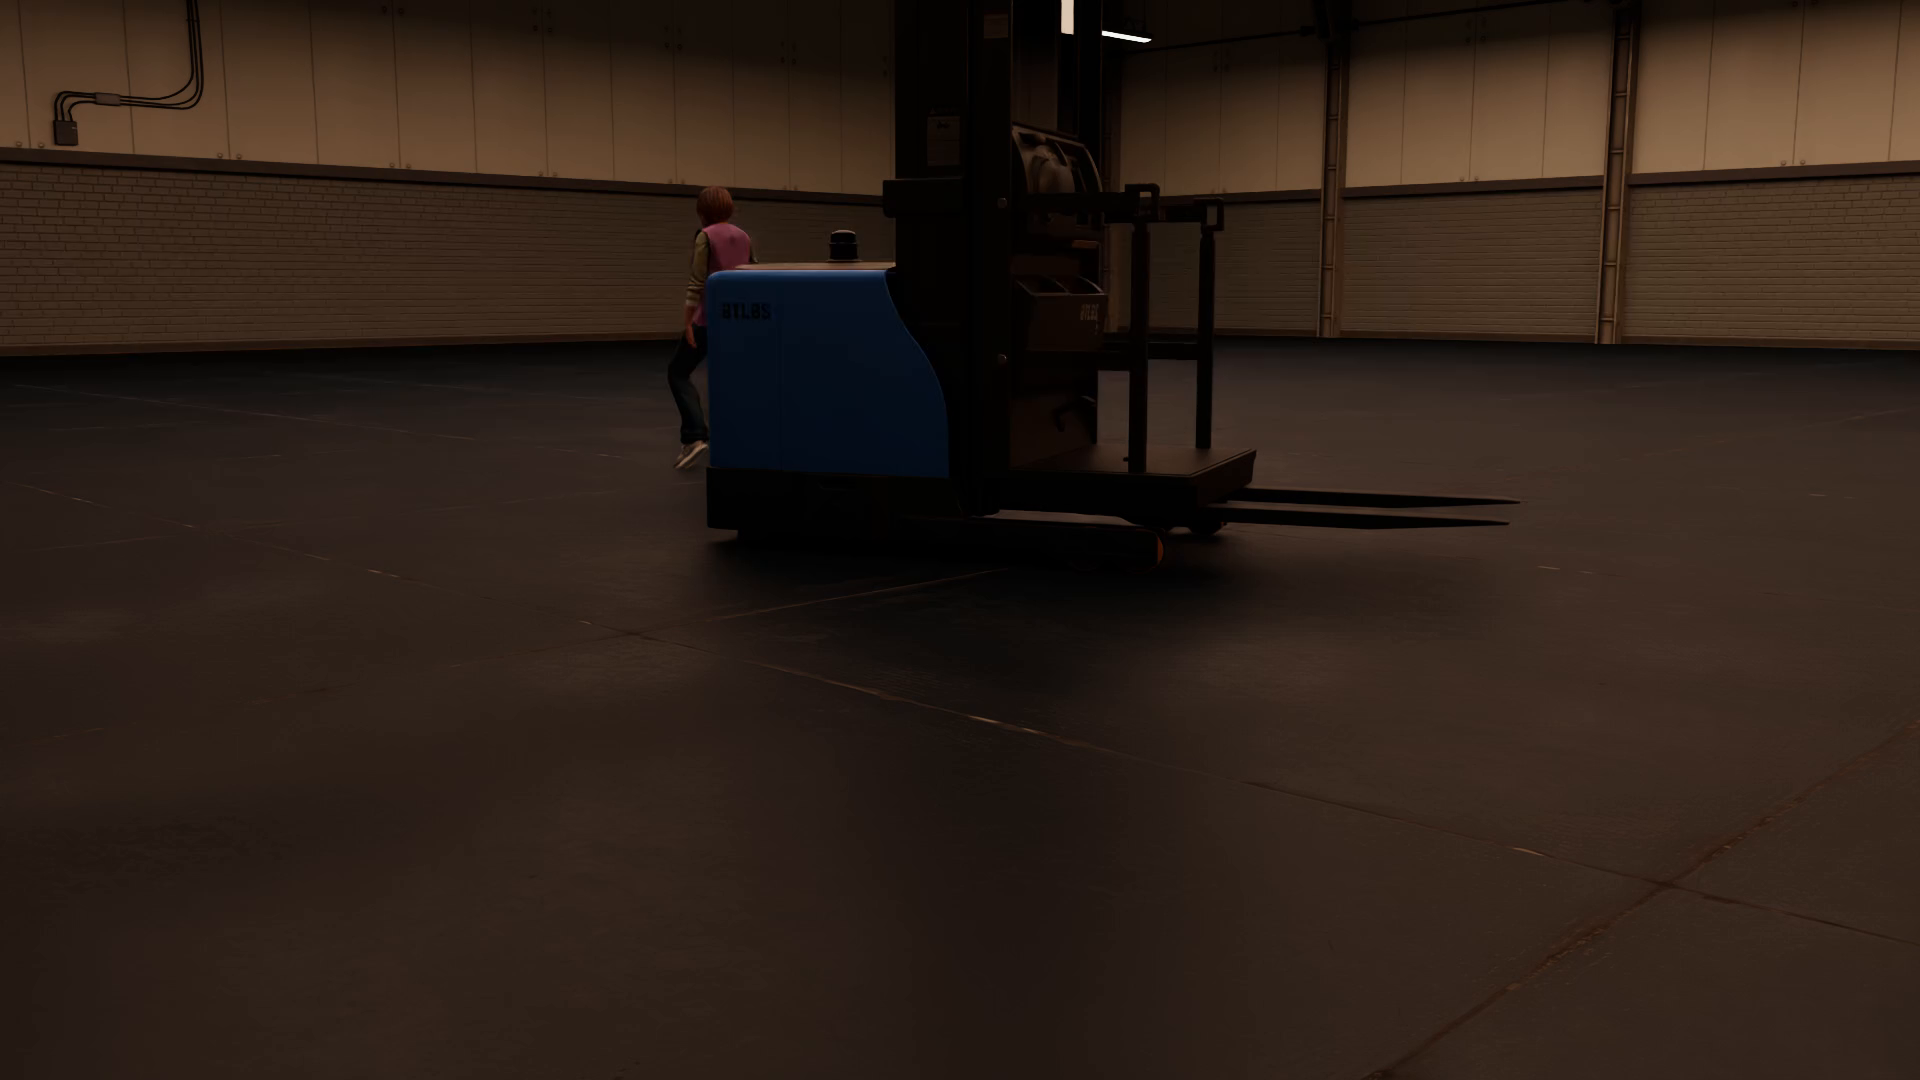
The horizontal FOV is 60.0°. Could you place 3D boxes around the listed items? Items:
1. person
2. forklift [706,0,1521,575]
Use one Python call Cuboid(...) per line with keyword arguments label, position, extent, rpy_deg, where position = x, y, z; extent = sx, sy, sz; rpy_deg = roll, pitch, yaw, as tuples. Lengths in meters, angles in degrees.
Cuboid(label="person", position=(-1.378, -1.185, 9.396), extent=(0.454, 1.606, 0.512), rpy_deg=(7, 11, 40))
Cuboid(label="forklift", position=(0.565, -1.416, 6.275), extent=(3.031, 2.935, 1.130), rpy_deg=(3, 9, 22))
